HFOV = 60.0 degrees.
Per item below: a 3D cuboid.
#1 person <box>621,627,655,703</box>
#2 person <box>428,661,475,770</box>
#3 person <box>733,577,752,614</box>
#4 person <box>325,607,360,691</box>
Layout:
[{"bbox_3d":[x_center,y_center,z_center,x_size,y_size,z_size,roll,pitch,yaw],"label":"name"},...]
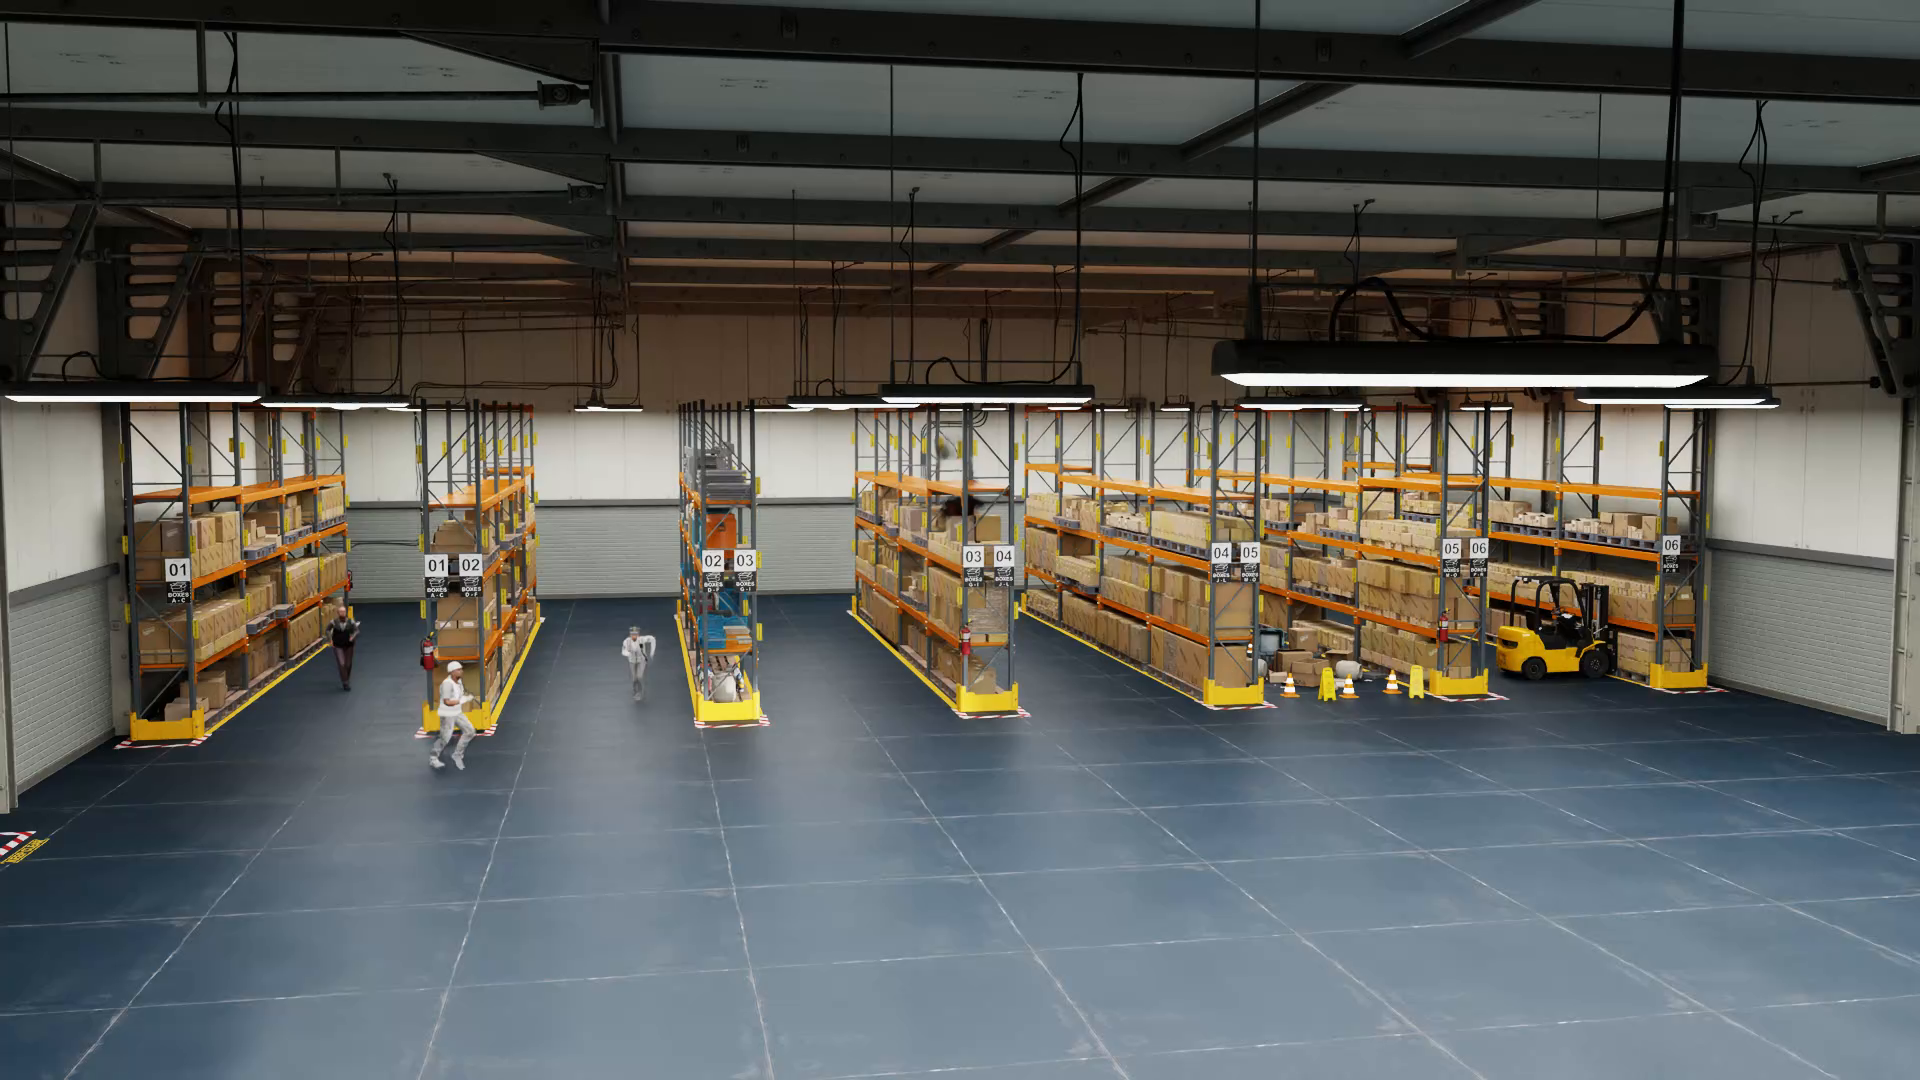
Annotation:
[{"bbox_3d":[-6.379,2.465,33.041,0.642,1.536,0.917,0,4,-2],"label":"person"},{"bbox_3d":[-8.161,2.822,26.692,0.828,1.774,0.715,1,4,8],"label":"person"},{"bbox_3d":[-6.343,1.356,47.731,0.753,1.565,0.580,2,5,25],"label":"person"},{"bbox_3d":[-12.872,2.250,34.687,0.670,1.720,0.839,-2,5,-27],"label":"person"}]
